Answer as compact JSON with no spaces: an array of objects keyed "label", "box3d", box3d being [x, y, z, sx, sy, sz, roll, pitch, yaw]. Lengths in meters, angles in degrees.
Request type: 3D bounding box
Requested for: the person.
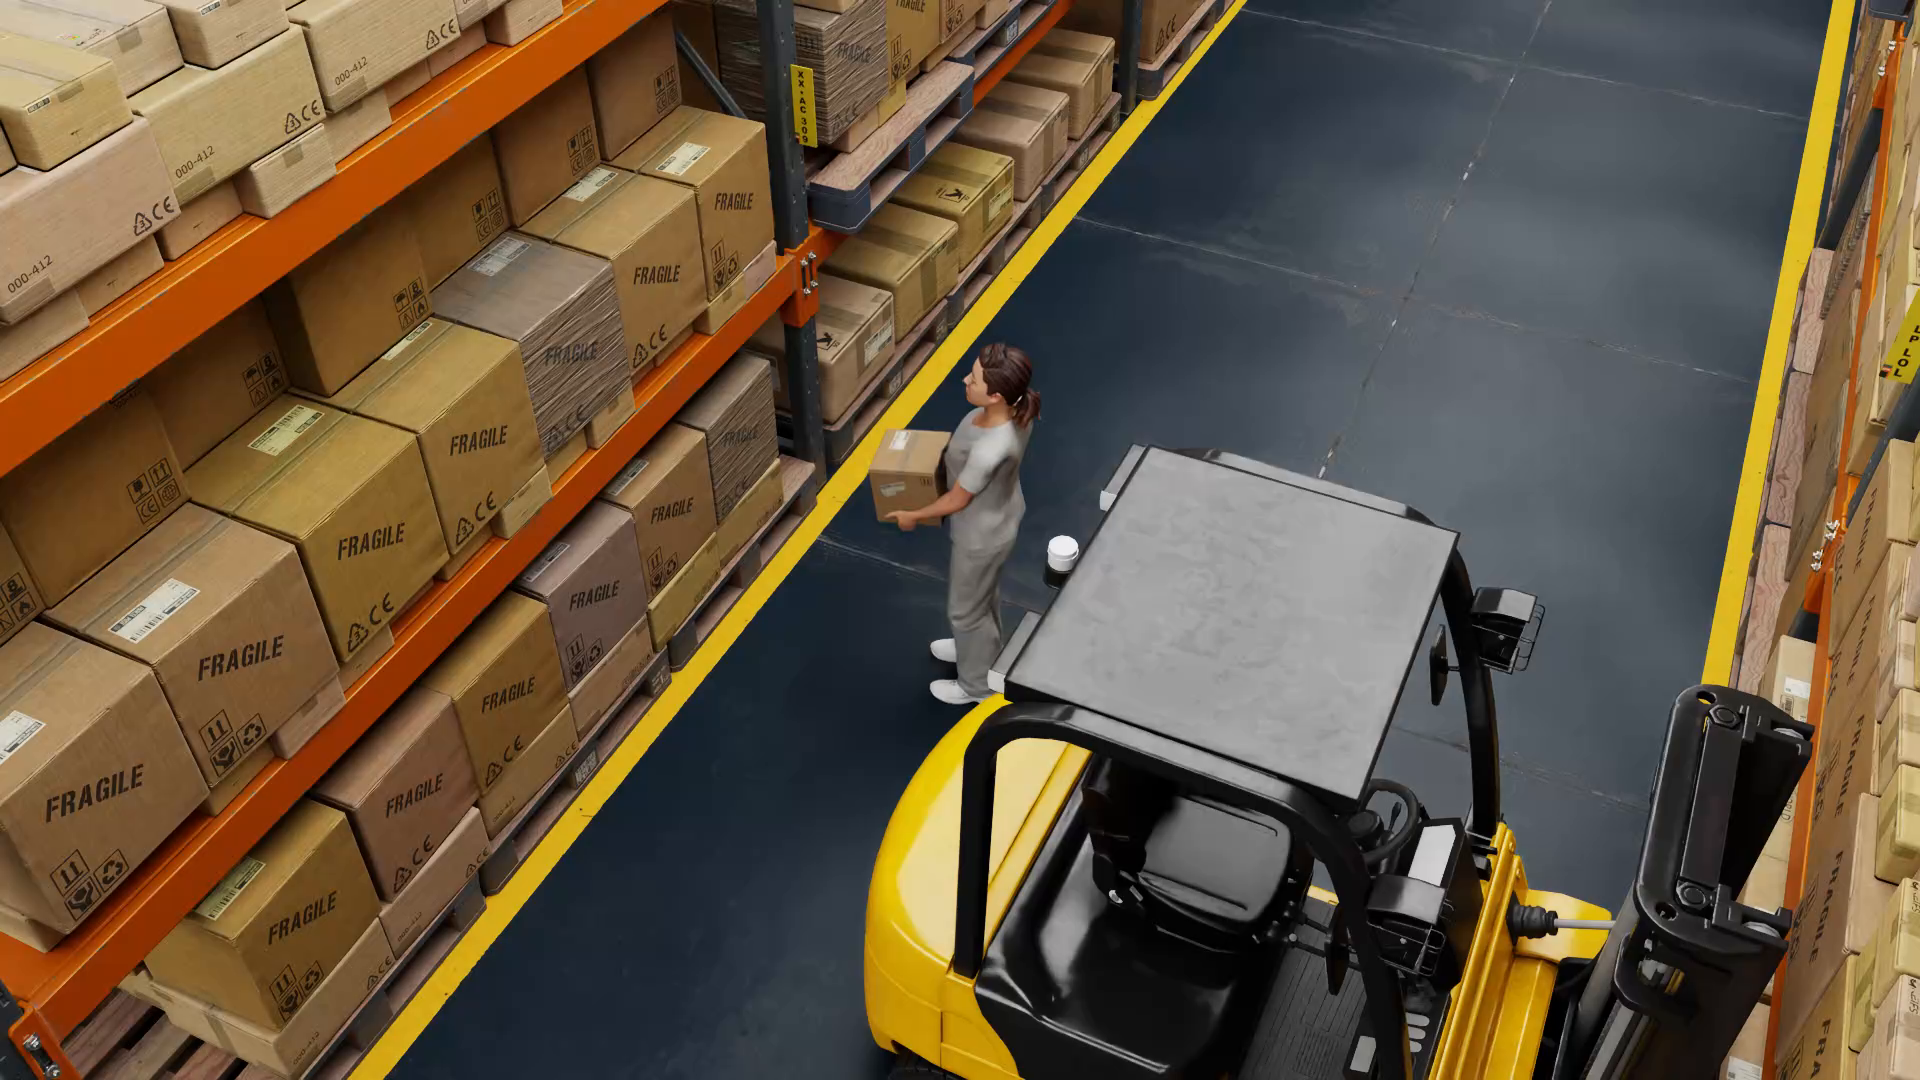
[{"label":"person","box3d":[0.023,-0.061,6.238,0.556,1.665,0.436,10,43,11]}]
